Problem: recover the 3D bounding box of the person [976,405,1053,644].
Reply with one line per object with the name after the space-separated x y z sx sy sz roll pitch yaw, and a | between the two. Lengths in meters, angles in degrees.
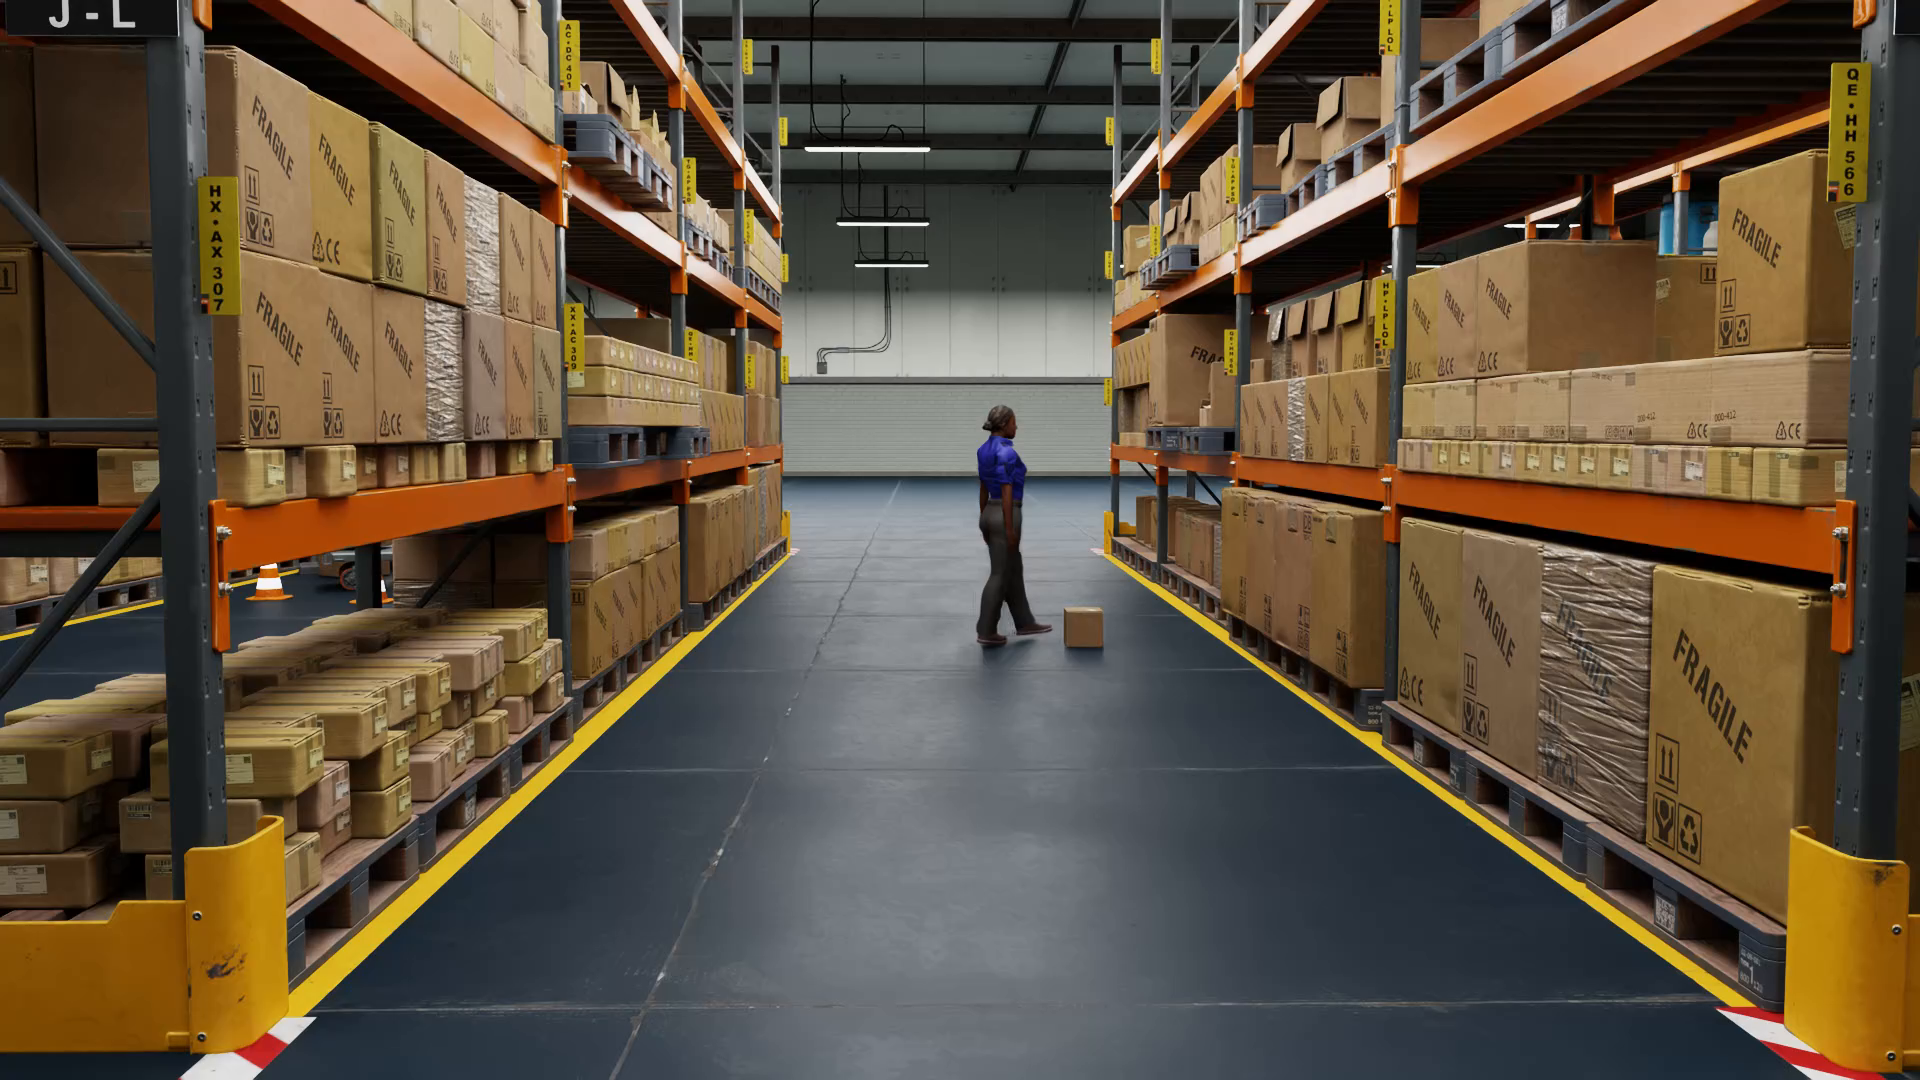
0.411 -0.109 11.550 0.682 1.655 0.479 -2 4 -24 | person
